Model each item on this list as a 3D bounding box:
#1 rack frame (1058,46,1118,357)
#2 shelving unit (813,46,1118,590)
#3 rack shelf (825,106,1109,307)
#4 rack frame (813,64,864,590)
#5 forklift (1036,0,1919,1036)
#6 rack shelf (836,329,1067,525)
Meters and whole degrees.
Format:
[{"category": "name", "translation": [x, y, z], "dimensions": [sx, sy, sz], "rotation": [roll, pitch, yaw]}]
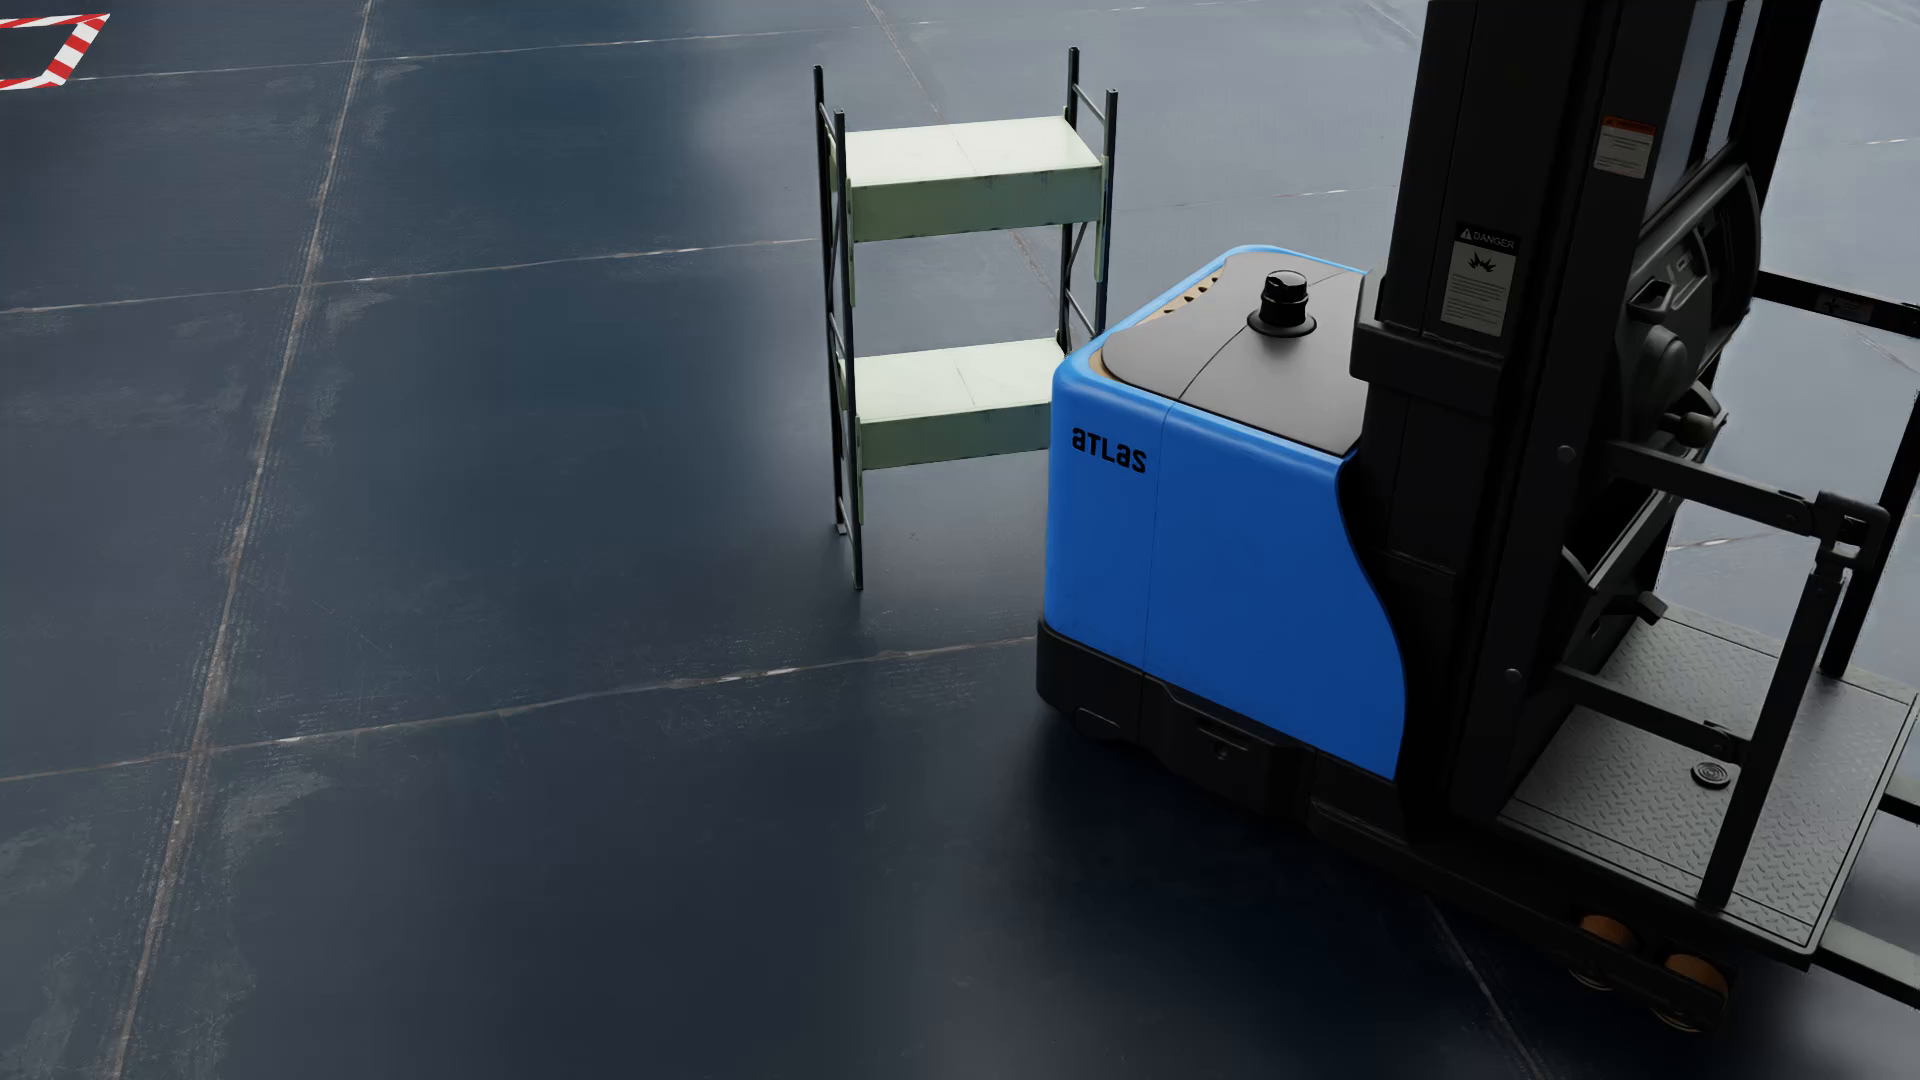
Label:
[{"category": "rack frame", "translation": [0.364, -0.669, 4.972], "dimensions": [0.023, 1.500, 0.400], "rotation": [-7, 35, -11]}, {"category": "shelving unit", "translation": [0.007, -0.624, 4.905], "dimensions": [0.755, 1.500, 0.431], "rotation": [-7, 35, -11]}, {"category": "rack shelf", "translation": [0.007, -0.948, 4.688], "dimensions": [0.720, 0.370, 0.431], "rotation": [-7, 35, -11]}, {"category": "rack frame", "translation": [-0.350, -0.579, 4.838], "dimensions": [0.023, 1.500, 0.400], "rotation": [-7, 35, -11]}, {"category": "forklift", "translation": [1.690, -0.464, 3.383], "dimensions": [3.031, 2.935, 1.130], "rotation": [23, 40, 30]}, {"category": "rack shelf", "translation": [0.007, -0.353, 5.087], "dimensions": [0.720, 0.370, 0.431], "rotation": [-7, 35, -11]}]
